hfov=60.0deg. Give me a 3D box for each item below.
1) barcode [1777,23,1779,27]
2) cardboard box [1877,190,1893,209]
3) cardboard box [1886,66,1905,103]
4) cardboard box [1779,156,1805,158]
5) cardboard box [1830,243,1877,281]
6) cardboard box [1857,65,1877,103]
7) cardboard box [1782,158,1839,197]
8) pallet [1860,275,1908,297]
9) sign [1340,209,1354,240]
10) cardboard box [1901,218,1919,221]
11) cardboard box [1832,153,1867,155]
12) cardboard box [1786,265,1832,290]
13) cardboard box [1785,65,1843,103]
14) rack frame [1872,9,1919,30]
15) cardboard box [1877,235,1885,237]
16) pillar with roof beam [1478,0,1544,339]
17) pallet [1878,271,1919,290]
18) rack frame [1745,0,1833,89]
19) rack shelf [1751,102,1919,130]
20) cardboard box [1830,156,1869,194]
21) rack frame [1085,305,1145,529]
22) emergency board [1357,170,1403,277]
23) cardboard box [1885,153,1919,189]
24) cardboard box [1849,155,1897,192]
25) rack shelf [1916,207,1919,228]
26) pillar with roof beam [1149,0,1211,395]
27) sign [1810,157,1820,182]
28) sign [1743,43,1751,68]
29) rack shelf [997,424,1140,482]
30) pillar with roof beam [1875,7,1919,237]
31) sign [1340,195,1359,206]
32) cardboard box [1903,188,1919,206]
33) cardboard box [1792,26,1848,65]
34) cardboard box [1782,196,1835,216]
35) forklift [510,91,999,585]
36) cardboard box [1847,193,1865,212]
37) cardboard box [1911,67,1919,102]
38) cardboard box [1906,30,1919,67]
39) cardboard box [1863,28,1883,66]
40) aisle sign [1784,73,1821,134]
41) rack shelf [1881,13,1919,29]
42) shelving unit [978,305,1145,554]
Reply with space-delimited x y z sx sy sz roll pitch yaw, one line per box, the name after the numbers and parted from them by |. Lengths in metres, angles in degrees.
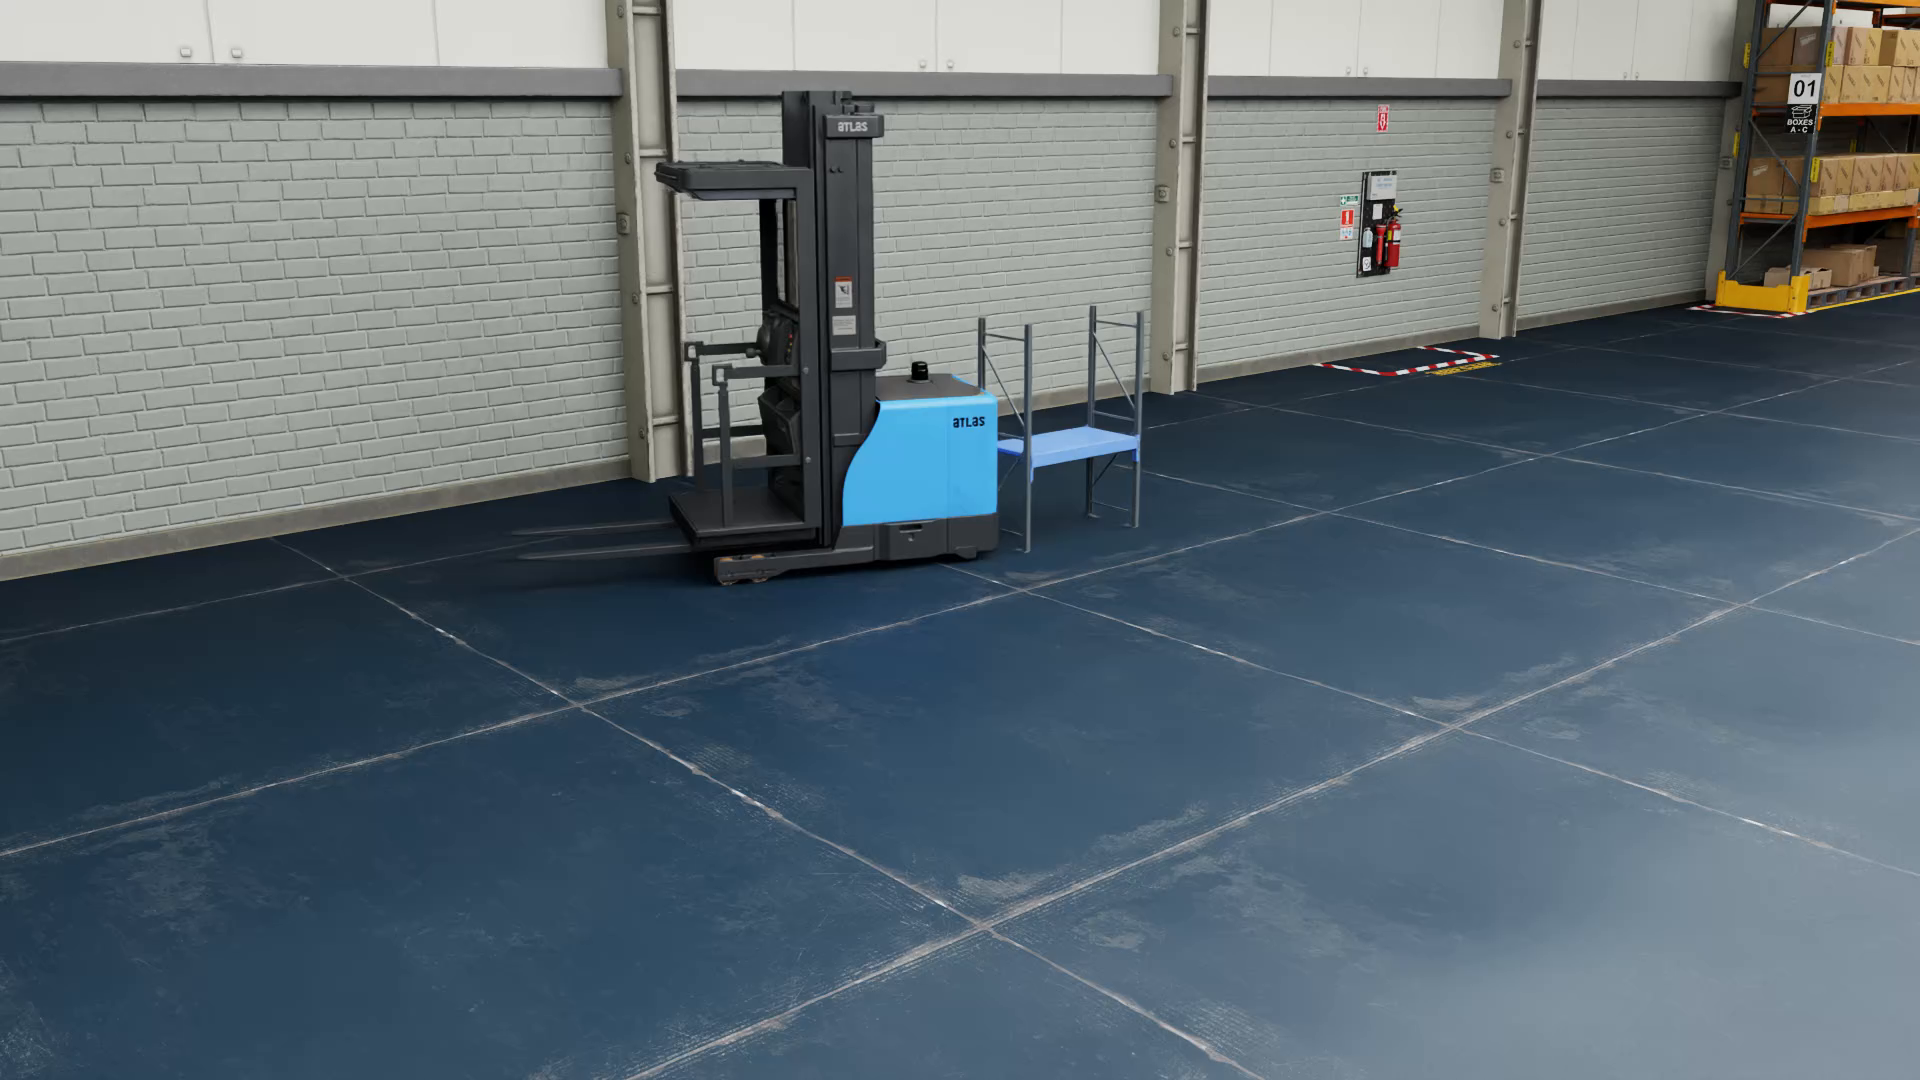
11.465 -7.206 23.308 0.075 0.075 0.001 -13 19 -39 | barcode
13.366 -5.022 24.492 0.500 0.250 0.500 -13 20 -40 | cardboard box
13.273 -6.585 24.043 0.500 0.500 0.500 -14 20 -41 | cardboard box
11.860 -5.222 23.786 0.500 0.500 0.500 -12 19 -39 | cardboard box
13.518 -4.217 25.215 0.500 0.500 0.500 14 21 43 | cardboard box
12.491 -6.406 23.374 0.500 0.500 0.500 -12 19 -37 | cardboard box
11.815 -5.040 23.104 0.500 0.500 0.500 -13 19 -39 | cardboard box
13.791 -3.928 25.545 1.213 0.211 1.003 -13 19 -39 | pallet
4.317 -3.521 18.549 0.234 0.329 0.001 -13 19 -39 | sign
15.539 -5.055 26.899 0.500 0.250 0.500 -13 20 -41 | cardboard box
13.390 -5.569 25.086 0.500 0.500 0.500 -13 20 -40 | cardboard box
12.268 -3.828 24.125 0.500 0.311 0.500 -11 18 -35 | cardboard box
11.674 -6.233 22.727 0.500 0.500 0.500 -12 19 -38 | cardboard box
14.275 -8.294 24.862 0.127 3.000 1.000 -13 19 -39 | rack frame
15.176 -4.626 26.746 0.500 0.500 0.700 -13 20 -40 | cardboard box
9.517 -6.049 16.457 0.400 9.000 9.100 -13 19 -39 | pillar with roof beam
14.861 -4.180 26.491 1.213 0.211 1.003 -13 19 -39 | pallet
11.257 -7.616 22.326 0.127 3.000 1.000 -13 19 -39 | rack frame
12.766 -6.158 24.074 4.000 0.370 1.077 -13 19 -39 | rack shelf
12.588 -5.208 23.733 0.500 0.500 0.500 -13 20 -41 | cardboard box
1.070 -0.856 11.547 0.032 1.500 0.500 -12 19 -38 | rack frame
4.802 -3.577 18.830 0.643 1.169 0.194 -13 19 -39 | emergency board
14.121 -5.555 25.031 0.500 0.500 0.500 -13 20 -39 | cardboard box
13.361 -5.386 24.399 0.500 0.500 0.500 -13 20 -41 | cardboard box
15.784 -5.387 26.998 4.000 0.370 1.077 -13 19 -39 | rack shelf
4.991 -5.032 12.652 0.400 9.000 9.100 -13 19 -39 | pillar with roof beam
11.614 -5.030 22.593 0.005 0.325 0.100 -13 19 -39 | sign
10.908 -6.706 23.016 0.005 0.325 0.100 -13 19 -39 | sign
0.680 -0.598 11.278 1.000 0.185 0.538 -12 19 -38 | rack shelf
18.570 -8.082 24.068 0.400 9.000 9.100 -13 19 -39 | pillar with roof beam
4.326 -3.776 18.478 0.331 0.109 0.001 -13 19 -39 | sign
14.116 -5.193 25.132 0.500 0.250 0.500 -13 19 -39 | cardboard box
11.707 -6.726 22.636 0.500 0.500 0.500 14 21 43 | cardboard box
11.834 -4.676 23.195 0.500 0.250 0.500 -13 20 -41 | cardboard box
-1.321 -1.292 10.407 3.031 2.935 1.130 -5 16 -18 | forklift
12.604 -4.852 23.853 0.500 0.250 0.500 -13 20 -40 | cardboard box
14.054 -6.769 24.732 0.500 0.500 0.500 -12 19 -38 | cardboard box
13.666 -7.153 24.233 0.500 0.500 0.500 -11 19 -36 | cardboard box
12.498 -6.890 23.250 0.500 0.500 0.500 -12 19 -38 | cardboard box
11.400 -5.903 22.500 0.004 0.787 0.394 -13 19 -39 | aisle sign
15.784 -8.092 26.275 4.000 0.370 1.077 -13 19 -39 | rack shelf
0.680 -0.771 11.232 1.048 1.500 0.538 -12 19 -38 | shelving unit
